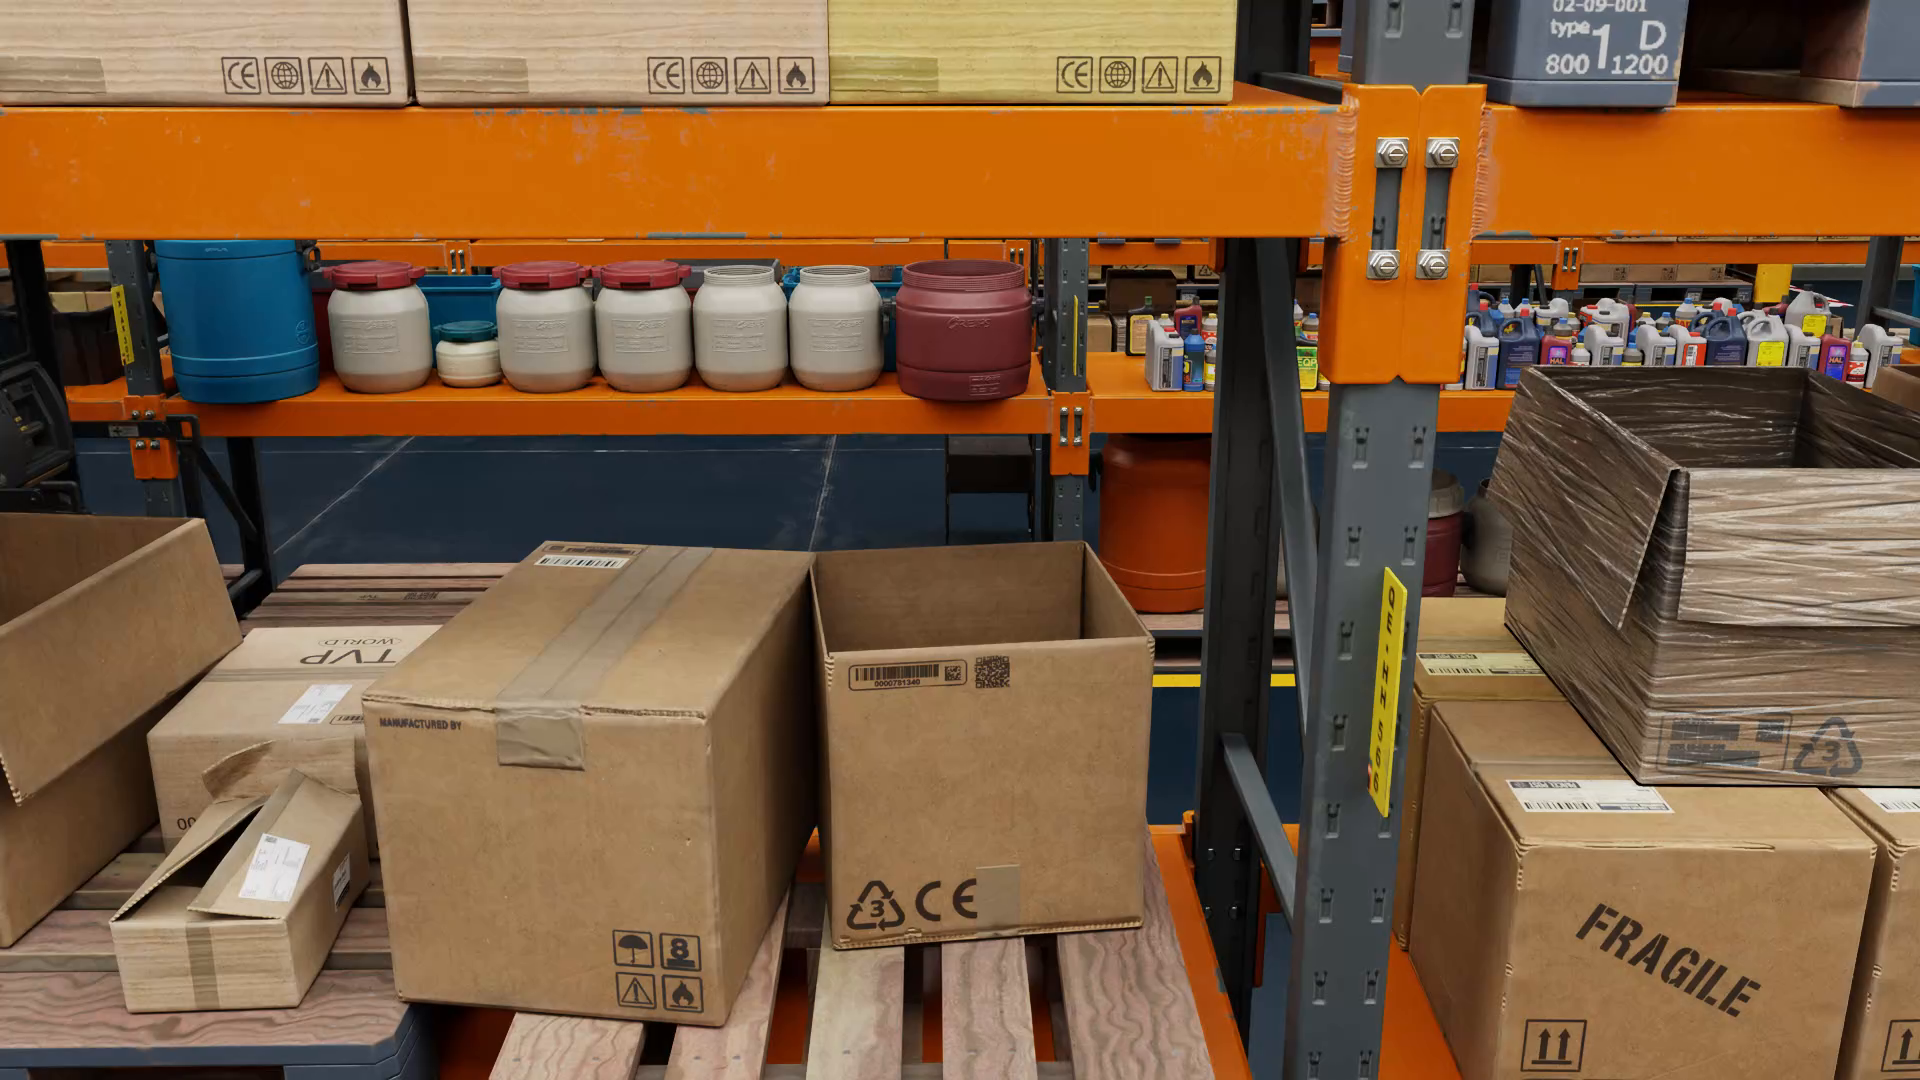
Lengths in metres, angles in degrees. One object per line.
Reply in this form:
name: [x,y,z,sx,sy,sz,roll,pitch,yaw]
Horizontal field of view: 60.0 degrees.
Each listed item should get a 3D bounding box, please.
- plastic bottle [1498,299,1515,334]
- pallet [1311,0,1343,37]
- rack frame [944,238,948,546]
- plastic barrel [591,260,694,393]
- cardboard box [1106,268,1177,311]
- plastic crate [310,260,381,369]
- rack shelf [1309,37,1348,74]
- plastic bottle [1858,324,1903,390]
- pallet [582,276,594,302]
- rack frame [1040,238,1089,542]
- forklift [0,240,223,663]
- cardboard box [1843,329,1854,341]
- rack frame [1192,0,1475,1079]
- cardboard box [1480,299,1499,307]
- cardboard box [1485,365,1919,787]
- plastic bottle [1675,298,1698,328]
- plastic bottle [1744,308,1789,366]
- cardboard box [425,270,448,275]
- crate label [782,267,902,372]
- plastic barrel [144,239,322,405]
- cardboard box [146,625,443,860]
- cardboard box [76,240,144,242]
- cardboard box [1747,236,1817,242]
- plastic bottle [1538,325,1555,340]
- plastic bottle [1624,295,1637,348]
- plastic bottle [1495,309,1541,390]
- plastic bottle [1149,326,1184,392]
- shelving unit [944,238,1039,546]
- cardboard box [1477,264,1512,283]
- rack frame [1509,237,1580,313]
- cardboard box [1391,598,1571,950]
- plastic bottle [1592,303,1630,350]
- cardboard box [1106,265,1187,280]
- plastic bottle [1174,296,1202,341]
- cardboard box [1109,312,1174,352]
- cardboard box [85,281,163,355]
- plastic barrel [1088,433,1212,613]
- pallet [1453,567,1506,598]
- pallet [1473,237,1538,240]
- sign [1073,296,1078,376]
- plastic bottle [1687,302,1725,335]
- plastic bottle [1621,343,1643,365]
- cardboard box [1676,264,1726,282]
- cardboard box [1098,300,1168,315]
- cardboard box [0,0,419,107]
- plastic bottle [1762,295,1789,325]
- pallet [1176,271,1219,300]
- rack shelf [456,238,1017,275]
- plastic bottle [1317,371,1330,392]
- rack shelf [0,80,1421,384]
plastic bottle: [2.634,-1.034,8.071,0.097,0.271,0.097,0,18,0]
pallet: [1.242,-2.272,7.119,1.213,0.211,1.003,0,18,-1]
rack frame: [-0.078,-0.999,9.226,0.015,2.100,0.400,0,18,-1]
plastic barrel: [-1.398,-0.949,7.372,0.433,0.535,0.433,0,18,0]
cardboard box: [1.388,-1.927,12.788,0.500,0.250,0.500,0,18,1]
plastic crate: [-3.045,-1.067,7.858,0.583,0.464,0.402,0,18,-1]
rack shelf: [2.475,-2.055,7.311,4.000,0.370,1.077,0,18,-1]
plastic bottle: [4.086,-0.820,7.395,0.135,0.276,0.152,0,18,-1]
pallet: [-4.352,-2.625,17.384,1.213,0.211,1.003,0,18,-1]
rack frame: [0.475,-0.960,7.630,0.127,3.000,1.000,0,18,-1]
forklift: [-3.374,-0.449,6.148,3.031,2.935,1.130,0,18,-1]
cardboard box: [6.852,-1.491,13.066,0.500,0.250,0.500,0,18,-1]
rack frame: [0.553,0.554,2.911,0.053,2.616,0.949,0,18,-1]
cardboard box: [3.913,-1.584,12.945,0.500,0.500,0.500,-1,18,-3]
cardboard box: [1.285,0.029,2.741,0.637,0.503,0.797,0,18,1]
plastic bottle: [3.524,-1.038,8.084,0.097,0.271,0.097,0,18,0]
plastic bottle: [3.561,-0.852,7.372,0.185,0.351,0.144,0,18,-1]
cardboard box: [-4.067,-1.795,12.818,0.500,0.500,0.500,0,18,-1]
crate label: [-0.522,-1.055,7.867,0.616,0.435,0.502,0,18,-1]
plastic barrel: [-3.133,-1.089,7.210,0.708,0.901,0.600,0,18,-1]
cardboard box: [-1.126,0.362,3.067,0.500,0.250,0.500,-1,18,-2]
cardboard box: [-6.110,-2.485,12.220,0.500,0.500,0.700,0,18,0]
cardboard box: [5.926,-2.464,12.155,0.500,0.500,0.500,0,18,-1]
plastic bottle: [2.600,-0.821,7.405,0.097,0.271,0.097,0,18,0]
plastic bottle: [3.213,-1.048,8.095,0.133,0.283,0.061,0,18,-1]
plastic bottle: [2.459,-0.846,7.355,0.185,0.351,0.144,0,18,-1]
plastic bottle: [0.913,-0.804,7.347,0.135,0.276,0.152,0,18,-1]
shelving unit: [0.166,-1.001,9.229,0.503,2.100,0.431,0,18,-1]
cardboard box: [5.570,-2.989,17.358,0.500,0.500,0.700,0,18,-1]
rack frame: [4.400,-2.492,12.406,0.127,3.000,1.000,0,18,-1]
cardboard box: [1.043,0.427,3.142,0.500,0.500,0.500,0,18,1]
plastic bottle: [3.082,-0.983,7.906,0.135,0.276,0.152,0,18,-1]
cardboard box: [1.932,-3.128,17.220,0.750,0.750,0.750,0,18,-1]
plastic bottle: [1.104,-1.038,8.063,0.133,0.283,0.061,0,18,-1]
cardboard box: [1.384,-1.411,12.408,0.500,0.500,0.500,-1,18,-3]
cardboard box: [-6.059,-1.626,12.292,0.500,0.500,0.500,0,18,-1]
plastic barrel: [0.964,-0.134,7.921,0.708,0.830,0.600,0,18,-1]
pallet: [2.480,0.346,8.123,1.213,0.211,1.003,0,18,-1]
pallet: [3.600,-2.430,12.527,1.213,0.211,1.003,0,18,-1]
sign: [0.491,-0.870,7.081,0.005,0.325,0.100,0,18,-1]
plastic bottle: [3.374,-0.895,7.507,0.185,0.351,0.144,0,18,-1]
plastic bottle: [2.966,-0.770,7.364,0.097,0.201,0.097,0,18,0]
cardboard box: [7.619,-3.000,17.394,0.500,0.500,0.700,0,18,-1]
cardboard box: [1.332,-1.568,12.898,0.500,0.500,0.500,0,18,1]
cardboard box: [-0.916,-0.719,2.213,0.500,0.250,0.500,0,18,1]
plastic bottle: [3.968,-1.052,8.106,0.133,0.283,0.061,0,18,-1]
pallet: [2.325,-2.644,17.444,1.213,0.211,1.003,0,18,-1]
rack shelf: [-1.599,-2.121,12.426,4.000,0.370,1.077,0,18,-1]
plastic bottle: [1.625,-0.764,7.343,0.097,0.201,0.097,0,18,0]
rack shelf: [-1.446,-0.523,2.536,4.000,0.370,1.077,0,18,-1]
